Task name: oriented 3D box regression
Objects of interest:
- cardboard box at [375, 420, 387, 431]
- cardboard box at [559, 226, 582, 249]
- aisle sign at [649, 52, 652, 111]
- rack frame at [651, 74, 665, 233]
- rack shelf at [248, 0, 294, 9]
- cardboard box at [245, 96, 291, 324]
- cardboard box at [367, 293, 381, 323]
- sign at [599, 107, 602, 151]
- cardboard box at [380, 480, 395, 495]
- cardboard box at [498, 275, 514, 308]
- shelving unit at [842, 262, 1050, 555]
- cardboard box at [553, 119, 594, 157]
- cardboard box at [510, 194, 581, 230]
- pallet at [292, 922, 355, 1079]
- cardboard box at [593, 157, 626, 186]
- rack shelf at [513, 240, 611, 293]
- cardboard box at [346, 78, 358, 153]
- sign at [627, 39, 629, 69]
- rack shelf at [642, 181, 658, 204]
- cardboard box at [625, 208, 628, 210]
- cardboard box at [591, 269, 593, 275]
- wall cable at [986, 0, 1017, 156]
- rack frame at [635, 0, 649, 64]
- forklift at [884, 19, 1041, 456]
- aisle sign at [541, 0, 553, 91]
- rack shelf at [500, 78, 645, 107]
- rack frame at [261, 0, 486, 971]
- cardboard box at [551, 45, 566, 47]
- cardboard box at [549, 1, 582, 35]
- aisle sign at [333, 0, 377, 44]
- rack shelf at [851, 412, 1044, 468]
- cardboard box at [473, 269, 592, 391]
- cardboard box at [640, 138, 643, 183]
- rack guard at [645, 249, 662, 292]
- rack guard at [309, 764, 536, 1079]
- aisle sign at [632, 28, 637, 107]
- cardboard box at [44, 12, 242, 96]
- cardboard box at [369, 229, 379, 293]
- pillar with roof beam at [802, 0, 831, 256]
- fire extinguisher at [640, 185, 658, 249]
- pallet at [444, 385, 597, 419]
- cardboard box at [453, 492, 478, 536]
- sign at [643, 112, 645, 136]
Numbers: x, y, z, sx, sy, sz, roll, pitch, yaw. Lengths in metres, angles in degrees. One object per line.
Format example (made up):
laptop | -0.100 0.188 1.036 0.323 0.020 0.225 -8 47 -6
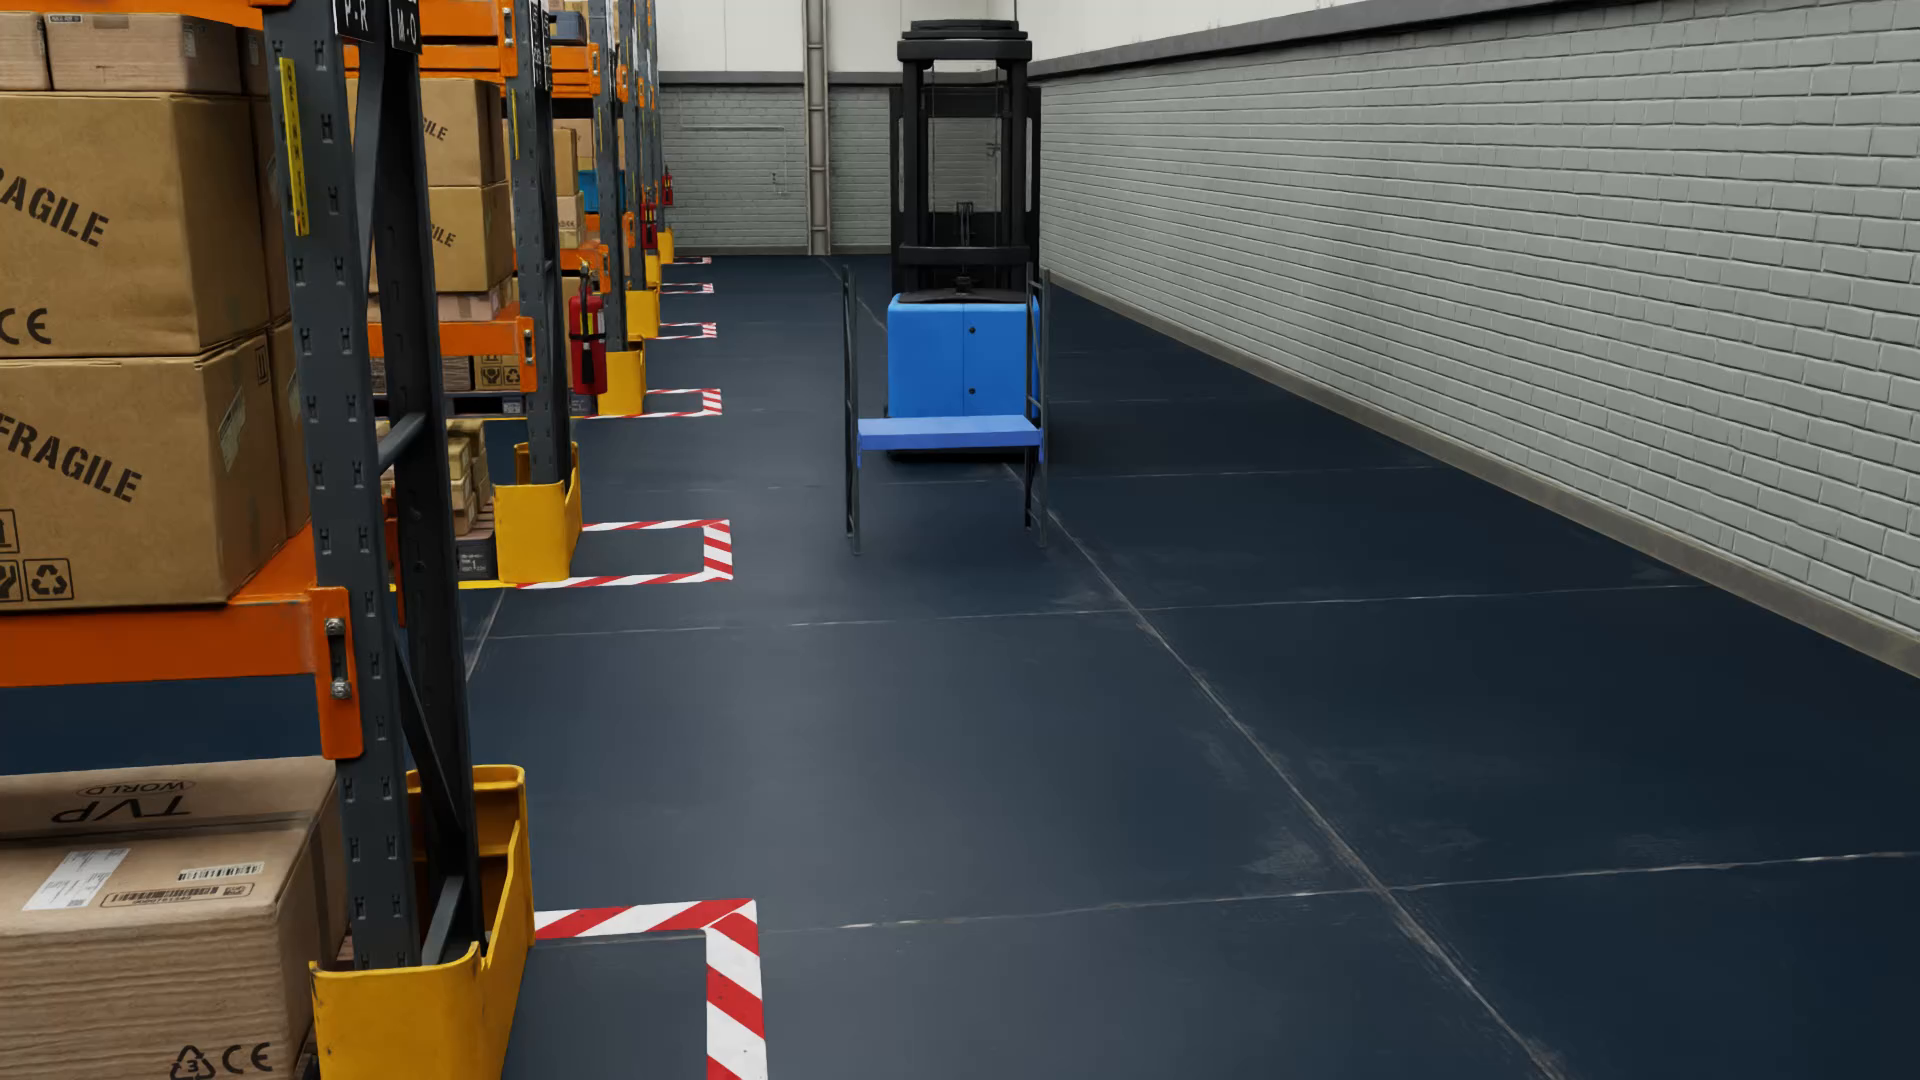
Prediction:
cardboard box | -3.253 -0.538 8.974 0.250 0.149 0.380 -2 14 -8
cardboard box | -3.103 -2.366 13.005 0.250 0.149 0.380 -2 14 -7
aisle sign | -4.249 -6.297 22.819 0.004 0.787 0.394 -2 14 -8
rack frame | -5.014 -6.154 27.594 0.127 3.000 1.000 -2 14 -8
rack shelf | -3.302 -1.229 3.270 4.000 0.370 1.077 -2 14 -8
cardboard box | -1.841 -0.780 3.906 0.500 0.500 0.500 -2 14 -10
cardboard box | -2.939 -1.169 8.231 0.250 0.149 0.380 -2 14 -9
sign | -2.733 -3.125 12.649 0.005 0.325 0.100 -2 14 -8
cardboard box | -2.907 -0.264 8.493 0.250 0.149 0.380 -2 14 -10
cardboard box | -2.530 -1.328 8.868 0.250 0.149 0.380 -2 14 -9
shelving unit | -0.084 -0.724 9.027 1.048 1.500 0.538 -2 14 -8
cardboard box | -5.171 -5.395 22.308 0.500 0.500 0.500 -2 14 -7
cardboard box | -3.240 -2.570 12.999 0.500 0.250 0.500 -2 14 -9
pallet | -2.103 1.205 3.985 1.213 0.211 1.003 -2 14 -8
cardboard box | -4.675 -4.929 22.506 0.500 0.500 0.500 -2 14 -7
rack shelf | -4.778 -2.158 13.140 4.000 0.370 1.077 -2 14 -8
cardboard box | -3.078 -1.966 8.022 0.500 0.500 0.500 -3 14 -10
sign | -3.440 -5.043 17.215 0.005 0.325 0.100 -2 14 -8
rack shelf | -6.992 -5.733 27.393 4.000 0.370 1.077 -2 14 -8
cardboard box | -5.597 -5.463 27.781 0.250 0.149 0.380 -2 14 -8
cardboard box | -5.187 -3.730 22.848 0.250 0.166 0.380 -2 14 -8
wall cable | 0.632 -7.677 27.717 0.112 2.526 3.097 -2 14 -8
rack frame | -4.272 -7.872 22.114 0.127 3.000 1.000 -2 14 -8
forklift | 0.041 -2.305 12.387 1.130 2.935 3.031 0 14 1
aisle sign | -2.134 -2.719 8.552 0.004 0.787 0.394 -2 14 -8
rack shelf | -6.250 -5.996 22.277 4.000 0.370 1.077 -2 14 -8
rack frame | -1.324 -0.196 3.836 0.127 3.000 1.000 -2 14 -8
cardboard box | -5.237 -6.489 22.045 0.500 0.250 0.500 -2 14 -8
cardboard box | -5.285 -6.931 22.264 0.500 0.500 0.700 -2 14 -8
aisle sign | -1.207 -1.385 3.233 0.004 0.787 0.394 -2 14 -8
rack shelf | -0.084 -0.550 9.071 1.000 0.185 0.538 -2 14 -8
cardboard box | -3.421 -1.710 13.380 0.875 0.875 0.875 -2 14 -8
cardboard box | -5.517 -6.279 27.474 0.700 0.700 0.980 -1 14 -6
rack guard | -4.347 -3.747 23.137 0.348 0.500 1.175 -2 14 -8
rack guard | -1.300 1.016 4.144 0.348 0.500 1.175 -2 14 -8
aisle sign | -3.423 -4.964 17.505 0.004 0.787 0.394 -2 14 -8
cardboard box | -1.649 -0.983 3.380 0.250 0.149 0.380 -2 14 -8
cardboard box | -3.077 -1.480 8.140 0.500 0.500 0.500 -2 14 -9
pillar with roof beam | -1.832 -8.334 23.955 0.400 9.000 9.100 -2 14 -8
fire extinguisher | -3.321 -3.449 17.733 0.183 0.674 0.296 -2 14 -8
pallet | -3.579 -1.179 13.490 1.213 0.211 1.003 -2 14 -8
cardboard box | -2.651 -0.135 8.589 0.250 0.149 0.380 -2 14 -7
sign | -4.209 -5.543 22.129 0.005 0.325 0.100 -2 14 -8
